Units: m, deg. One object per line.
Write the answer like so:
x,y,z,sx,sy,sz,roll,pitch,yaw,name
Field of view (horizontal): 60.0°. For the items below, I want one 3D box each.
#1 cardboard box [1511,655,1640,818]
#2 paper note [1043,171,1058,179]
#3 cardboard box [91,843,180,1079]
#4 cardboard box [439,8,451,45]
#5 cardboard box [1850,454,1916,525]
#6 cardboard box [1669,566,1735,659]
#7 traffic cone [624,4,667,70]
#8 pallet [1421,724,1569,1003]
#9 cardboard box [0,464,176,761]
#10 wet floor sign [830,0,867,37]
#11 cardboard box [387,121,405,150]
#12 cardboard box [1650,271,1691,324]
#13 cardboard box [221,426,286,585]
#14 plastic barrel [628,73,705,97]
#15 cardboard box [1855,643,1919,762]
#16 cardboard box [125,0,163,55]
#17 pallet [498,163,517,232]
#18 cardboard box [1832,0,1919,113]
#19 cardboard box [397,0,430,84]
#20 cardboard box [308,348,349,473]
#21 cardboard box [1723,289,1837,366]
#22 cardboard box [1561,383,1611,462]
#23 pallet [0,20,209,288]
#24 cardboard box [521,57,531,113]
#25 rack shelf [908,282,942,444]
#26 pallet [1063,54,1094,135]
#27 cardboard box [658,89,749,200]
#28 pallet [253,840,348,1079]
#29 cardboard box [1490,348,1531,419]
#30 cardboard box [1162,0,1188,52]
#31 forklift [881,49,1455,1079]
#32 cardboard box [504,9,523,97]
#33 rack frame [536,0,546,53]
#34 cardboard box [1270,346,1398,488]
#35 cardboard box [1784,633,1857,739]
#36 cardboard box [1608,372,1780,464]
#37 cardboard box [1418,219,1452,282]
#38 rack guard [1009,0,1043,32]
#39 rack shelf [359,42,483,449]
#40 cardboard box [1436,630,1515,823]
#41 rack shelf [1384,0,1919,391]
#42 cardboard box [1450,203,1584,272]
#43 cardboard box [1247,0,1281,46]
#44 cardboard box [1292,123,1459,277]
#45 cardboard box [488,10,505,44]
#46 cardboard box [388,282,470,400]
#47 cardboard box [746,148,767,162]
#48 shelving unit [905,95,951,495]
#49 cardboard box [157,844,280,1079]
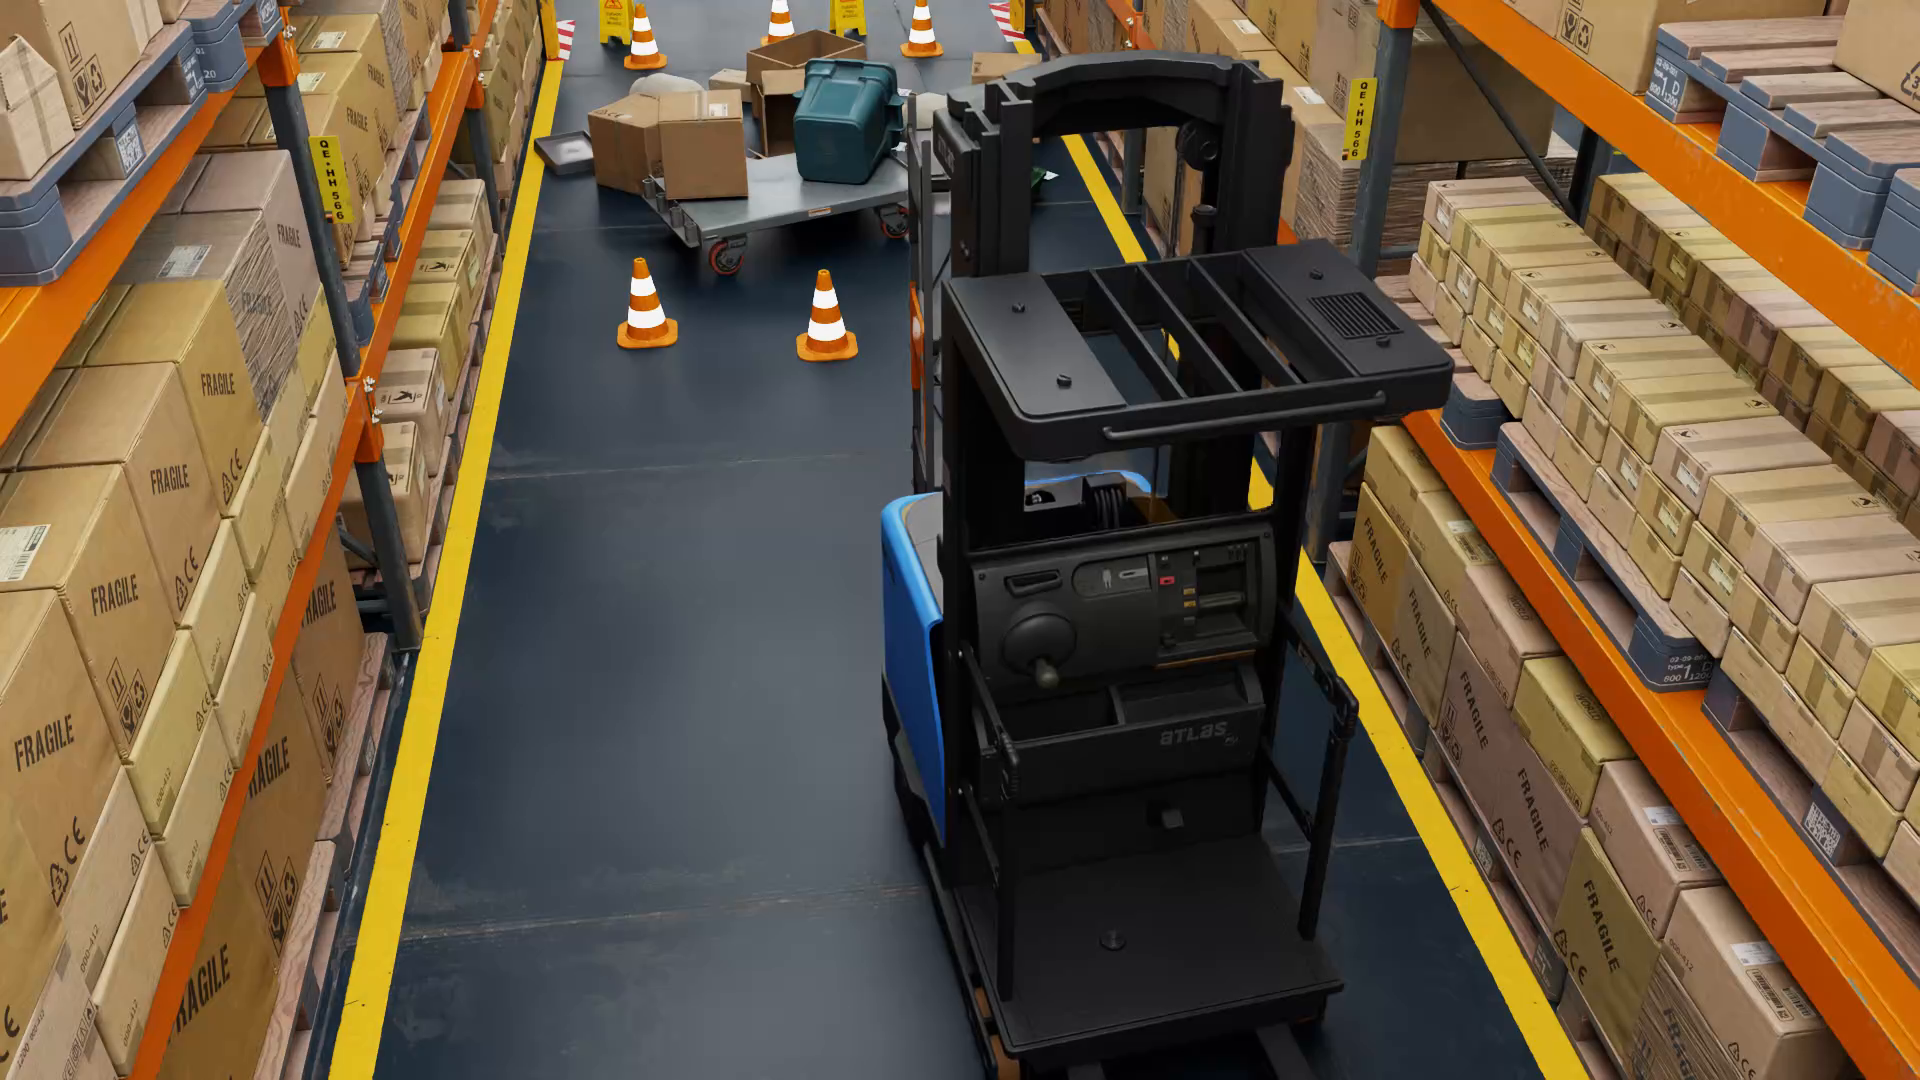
2.144,0.609,5.374,0.500,0.250,0.500,-6,35,-8,cardboard box
0.573,-2.507,11.401,0.142,0.020,0.147,27,43,34,paper note
-2.124,0.976,3.787,0.500,0.250,0.500,-5,35,-8,cardboard box
-2.988,-2.799,9.044,0.380,0.149,0.250,-4,34,-6,cardboard box
2.858,-0.142,4.881,0.380,0.149,0.250,-5,35,-7,cardboard box
2.243,0.182,4.669,0.380,0.149,0.250,-6,35,-8,cardboard box
-2.533,-4.037,13.263,0.336,0.463,0.334,-4,35,-6,traffic cone
2.363,1.073,5.988,1.003,0.211,1.213,-4,35,-6,pallet
-2.190,0.185,3.838,0.500,0.500,0.500,-5,35,-8,cardboard box
-0.944,-4.552,13.857,0.267,0.644,0.232,-10,36,-15,wet floor sign
-2.822,-1.934,7.775,0.380,0.149,0.250,-3,34,-5,cardboard box
2.691,-0.851,5.921,0.380,0.149,0.250,-4,34,-5,cardboard box
-2.315,-0.087,4.903,0.500,0.250,0.500,-5,35,-8,cardboard box
-2.091,-3.125,11.960,0.512,0.421,0.421,20,39,26,plastic barrel
2.352,0.363,3.876,0.380,0.149,0.250,-5,35,-8,cardboard box
-2.261,-1.379,4.193,0.396,0.266,0.258,-5,35,-8,cardboard box
-3.457,-2.215,10.813,1.003,0.211,1.213,-4,35,-6,pallet
2.559,-1.290,3.852,0.797,0.503,0.637,-5,35,-7,cardboard box
-2.910,-2.528,8.070,0.500,0.500,0.500,-3,34,-5,cardboard box
-2.468,-0.439,5.864,0.500,0.250,0.500,-6,35,-8,cardboard box
2.751,-0.701,5.438,0.380,0.149,0.250,-4,35,-6,cardboard box
2.139,-0.384,5.236,0.380,0.149,0.250,-5,35,-7,cardboard box
-2.501,-0.946,3.979,1.003,0.211,1.213,-3,34,-4,pallet
-3.356,-3.253,11.929,0.500,0.250,0.500,-6,35,-8,cardboard box
0.022,-0.764,7.031,0.431,0.518,0.480,-4,35,-6,rack shelf
1.368,-3.387,12.533,1.003,0.211,1.213,-4,35,-6,pallet
-1.571,-2.427,10.195,0.500,0.500,0.500,-4,35,-6,cardboard box
-2.601,1.514,5.341,1.003,0.211,1.213,-4,35,-6,pallet
2.069,-0.549,5.742,0.380,0.149,0.250,-3,34,-4,cardboard box
1.433,-2.873,9.213,0.500,0.500,0.500,-4,34,-6,cardboard box
0.550,0.262,4.764,1.130,2.935,3.031,-8,35,-12,forklift
-3.295,-3.280,11.302,0.500,0.500,0.500,-3,34,-4,cardboard box
-3.869,-5.228,12.758,1.000,3.000,0.127,-4,35,-6,rack frame
2.106,-0.785,7.864,1.050,0.750,0.750,-5,35,-7,cardboard box
2.320,0.352,4.156,0.380,0.149,0.250,-3,34,-4,cardboard box
2.177,-0.365,4.944,0.380,0.149,0.250,-5,35,-7,cardboard box
1.964,-1.103,6.290,0.380,0.149,0.250,-3,34,-4,cardboard box
1.019,-4.640,14.114,1.175,0.500,0.348,-4,35,-6,rack guard
-3.062,-1.582,8.047,1.077,0.370,4.000,-4,35,-6,rack shelf
2.085,0.645,5.987,0.500,0.500,0.500,-5,35,-8,cardboard box
2.367,-1.021,4.560,1.077,0.370,4.000,-4,35,-6,rack shelf
2.007,-1.088,6.005,0.380,0.149,0.250,-5,35,-8,cardboard box
1.838,-2.754,8.151,0.700,0.500,0.500,-5,35,-7,cardboard box
1.772,-1.467,7.150,0.500,0.500,0.500,-4,35,-6,cardboard box
-3.171,-3.322,10.787,0.380,0.149,0.250,-3,34,-5,cardboard box
-3.063,-1.002,8.517,0.950,0.372,0.625,-3,34,-5,cardboard box
-1.314,-2.483,11.158,0.396,0.266,0.258,27,43,34,cardboard box
0.022,-0.775,7.023,0.431,2.100,0.503,-4,35,-6,shelving unit
-2.547,1.330,4.649,0.875,0.875,0.875,-3,34,-5,cardboard box
